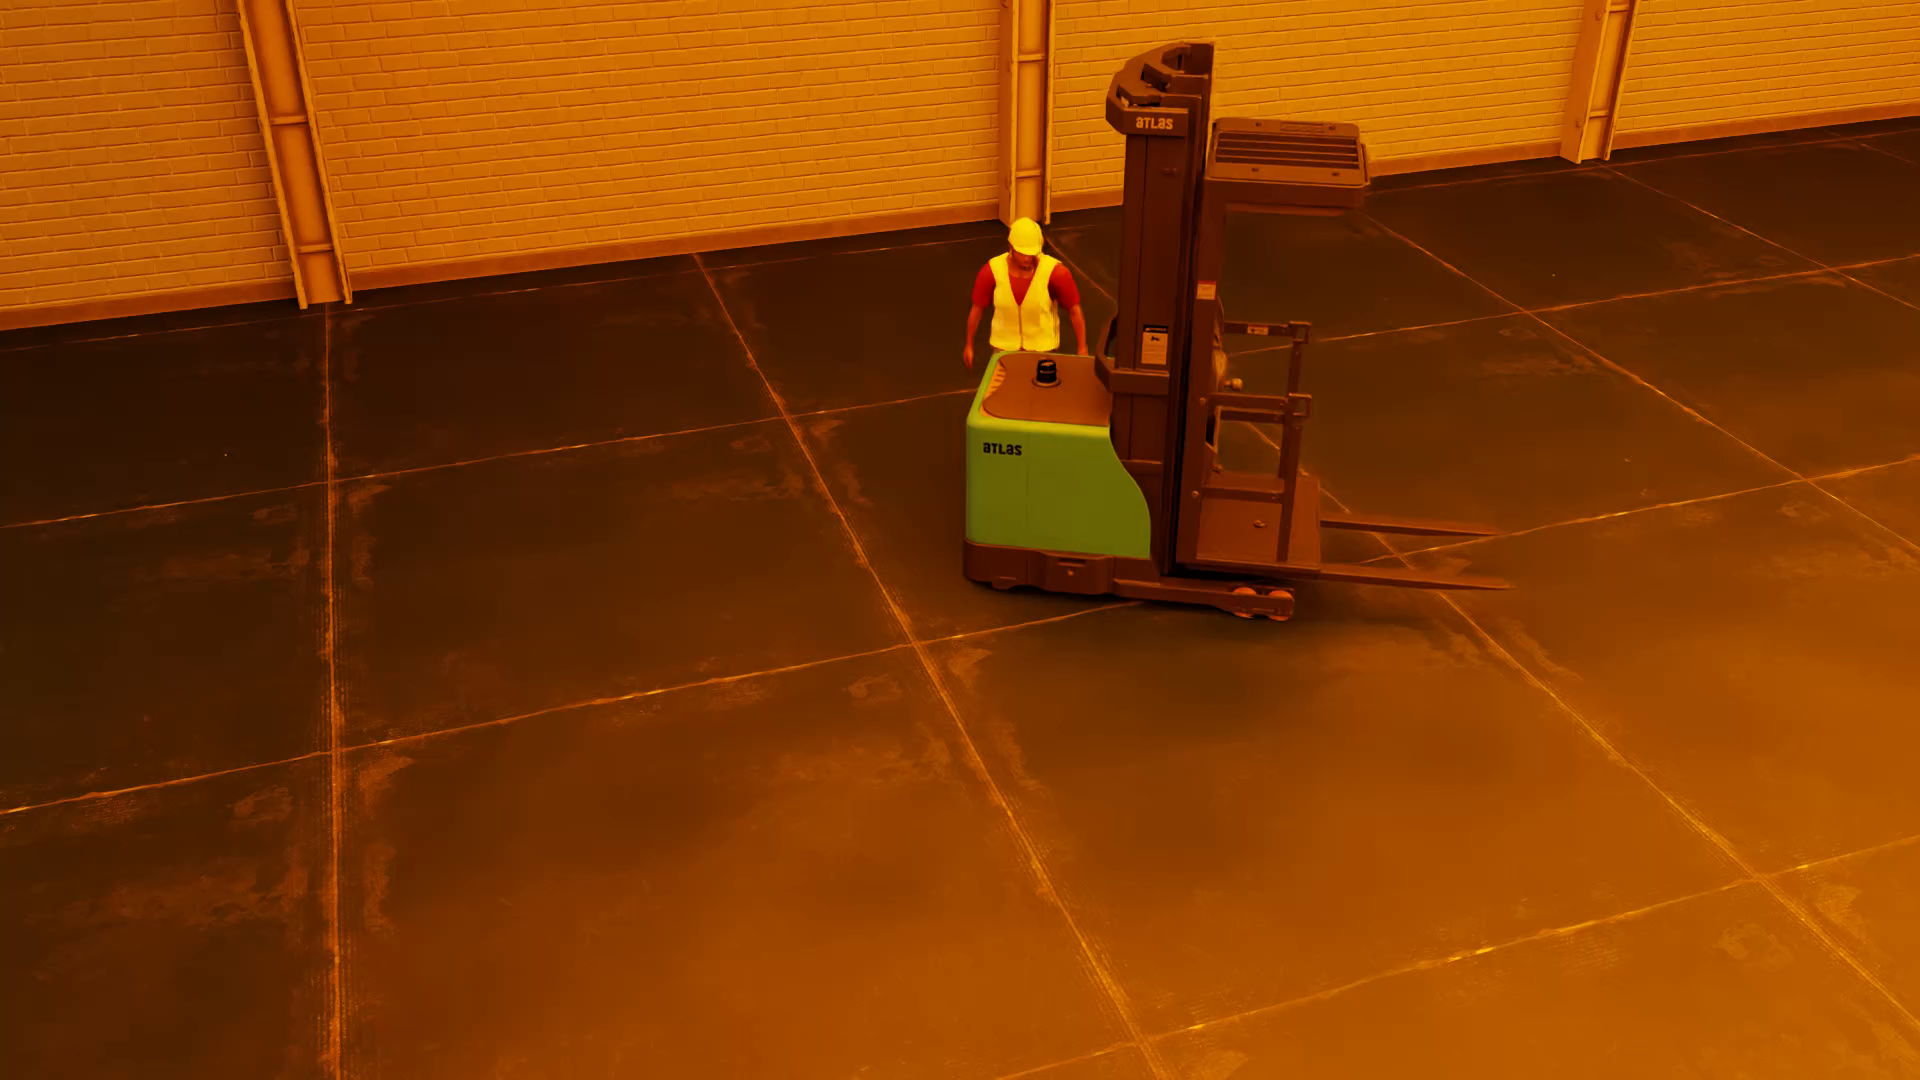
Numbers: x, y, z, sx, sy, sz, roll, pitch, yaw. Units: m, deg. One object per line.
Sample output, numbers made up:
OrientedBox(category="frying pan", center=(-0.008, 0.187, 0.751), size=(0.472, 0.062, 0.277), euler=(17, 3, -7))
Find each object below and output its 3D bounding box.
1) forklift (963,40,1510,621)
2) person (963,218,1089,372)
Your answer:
OrientedBox(category="forklift", center=(1.585, -1.109, 9.014), size=(3.031, 2.935, 1.130), euler=(5, 30, 9))
OrientedBox(category="person", center=(0.409, -1.174, 10.326), size=(0.805, 1.740, 0.440), euler=(4, 30, 7))
